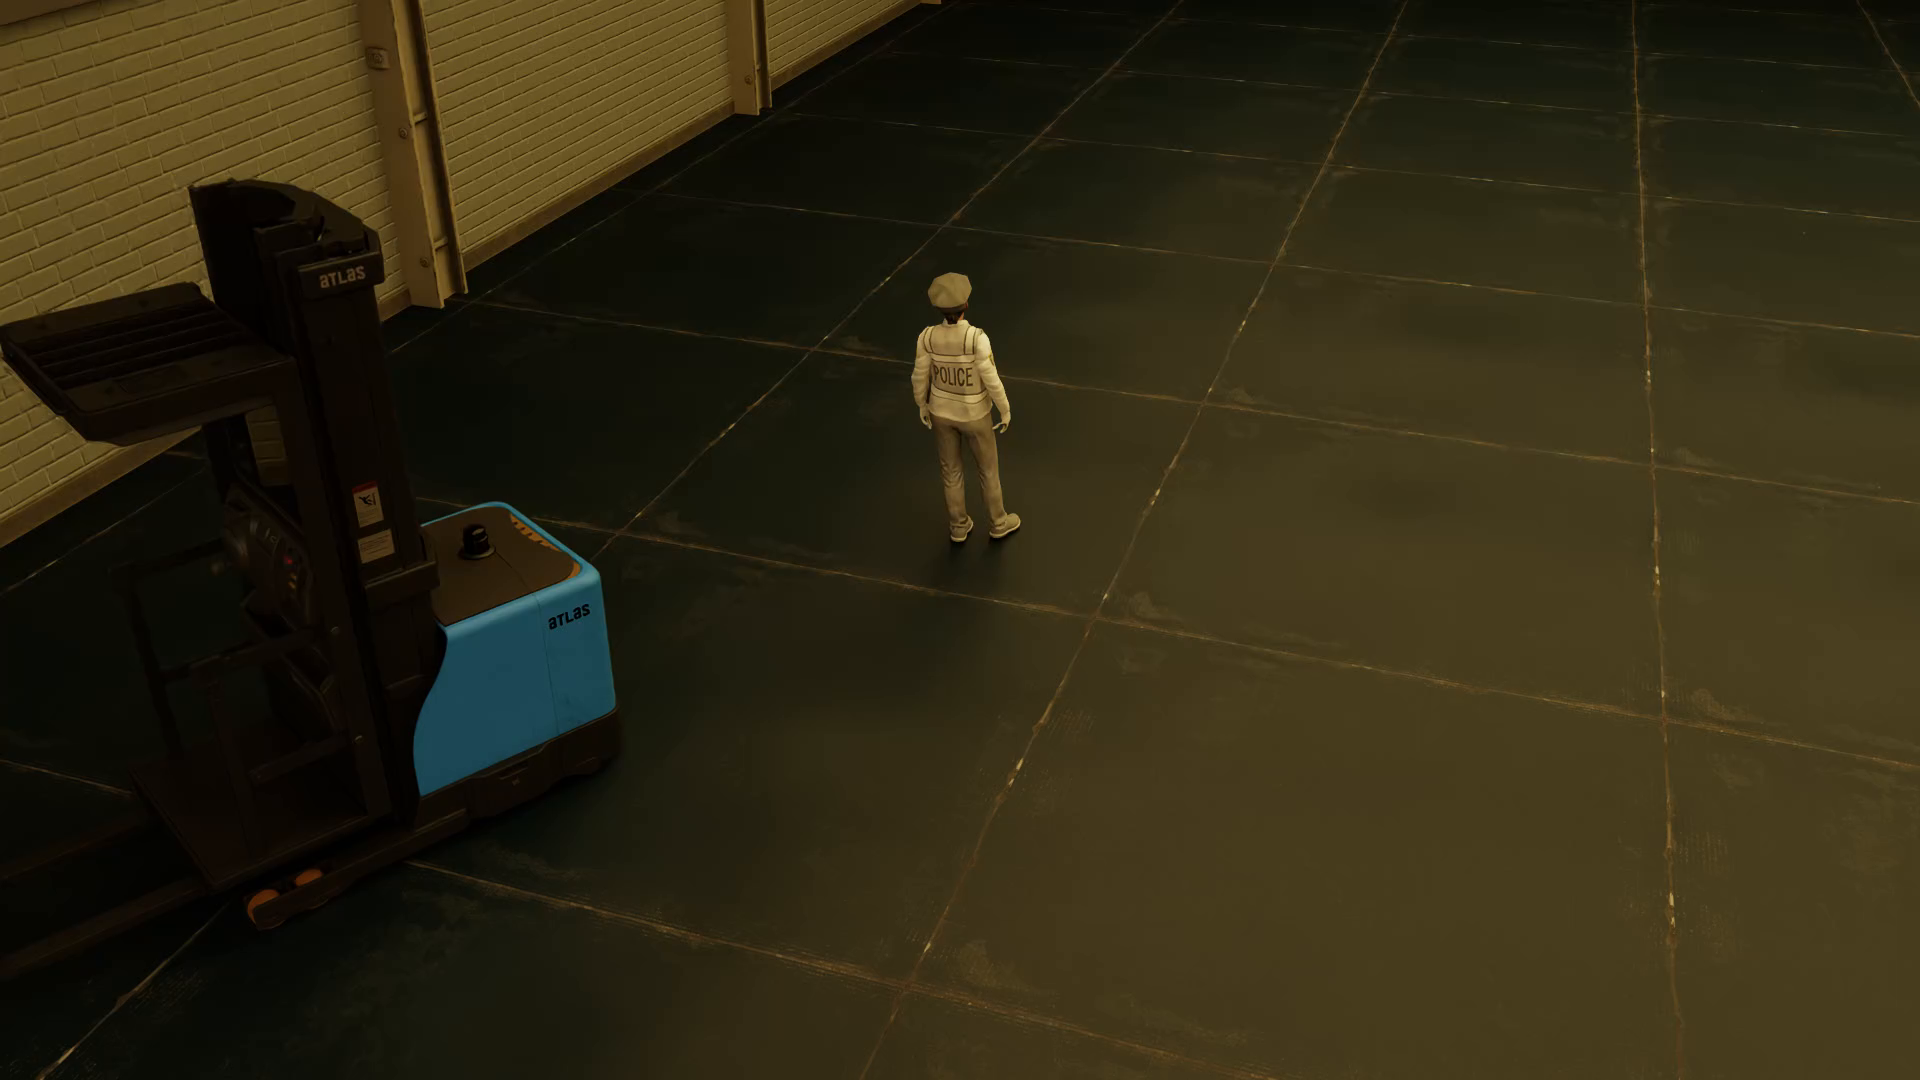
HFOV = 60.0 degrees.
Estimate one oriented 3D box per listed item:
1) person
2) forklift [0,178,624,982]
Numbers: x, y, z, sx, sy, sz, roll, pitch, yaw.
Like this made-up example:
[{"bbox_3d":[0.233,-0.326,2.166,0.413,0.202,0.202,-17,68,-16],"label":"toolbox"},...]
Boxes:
[{"bbox_3d":[0.028,-0.773,9.727,0.588,1.695,0.531,10,31,16],"label":"person"},{"bbox_3d":[-3.092,0.107,6.949,3.031,2.935,1.130,-24,37,-35],"label":"forklift"}]
